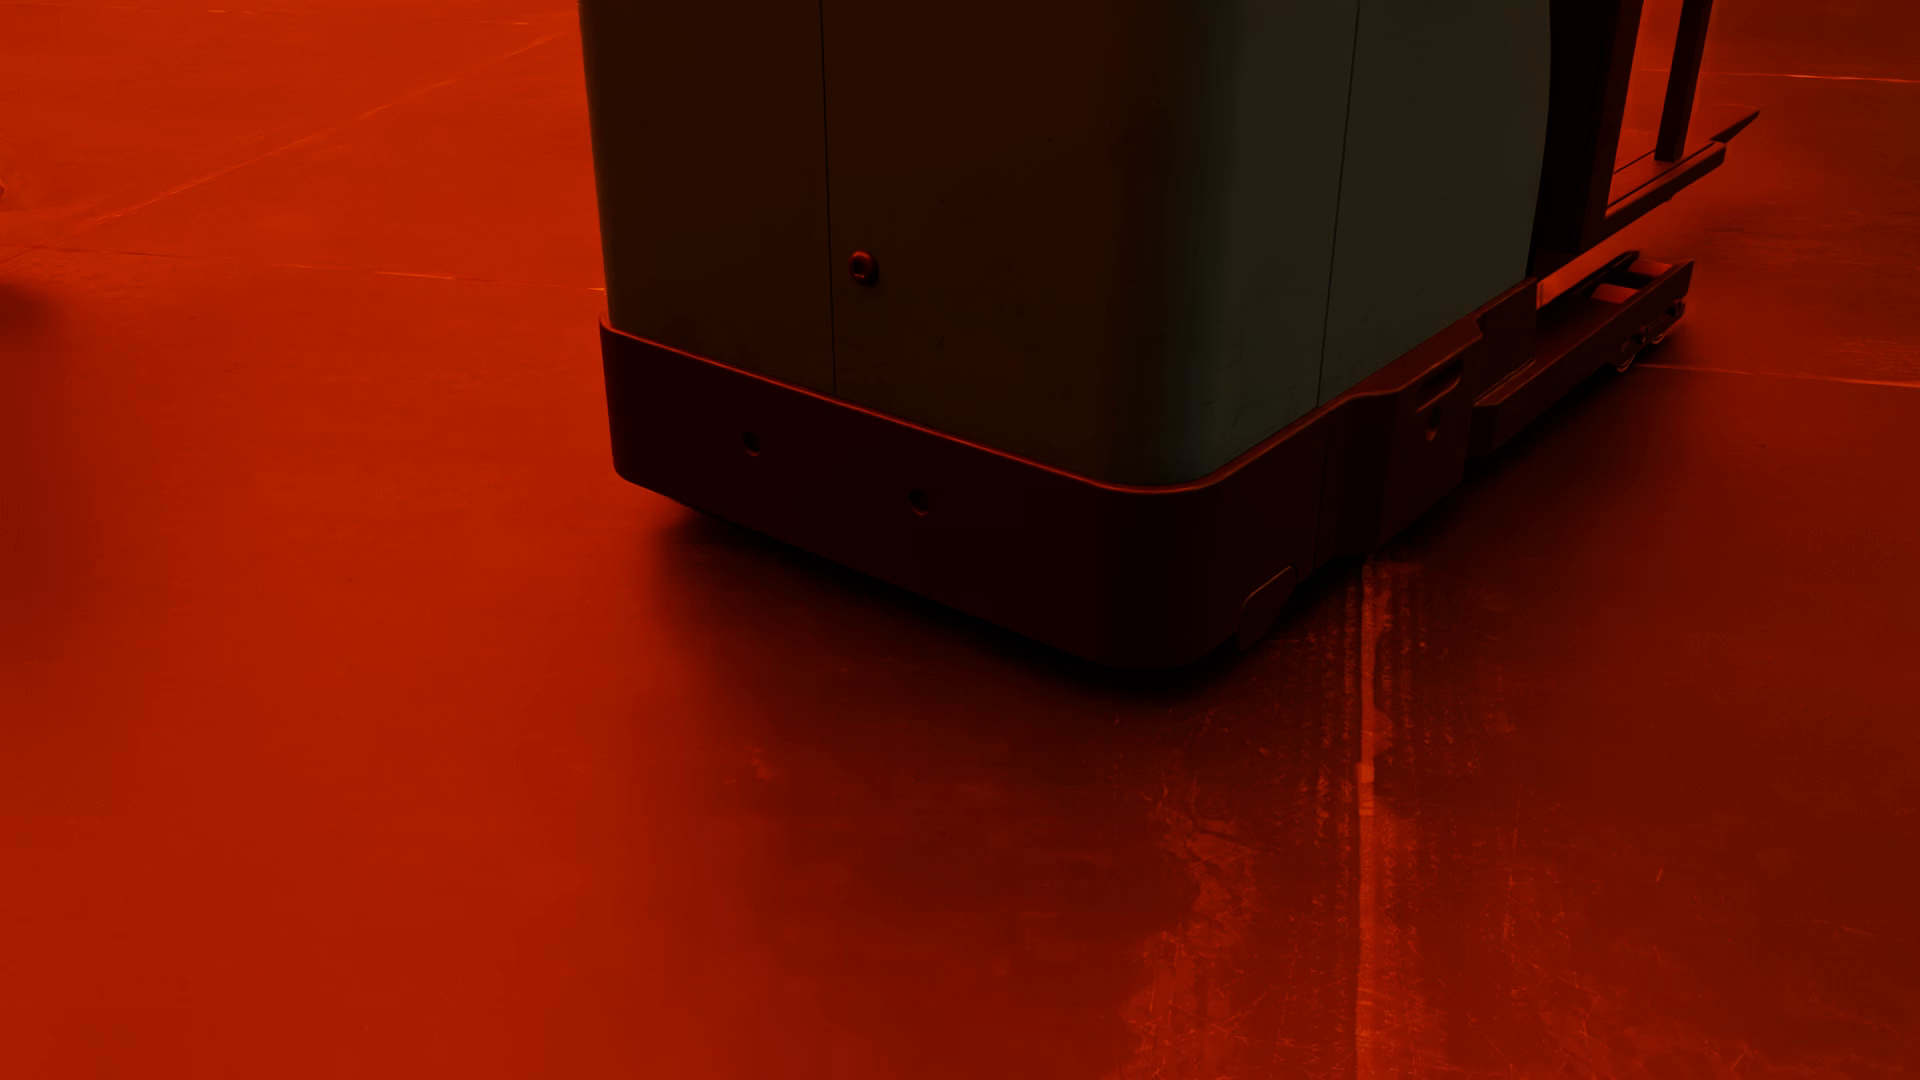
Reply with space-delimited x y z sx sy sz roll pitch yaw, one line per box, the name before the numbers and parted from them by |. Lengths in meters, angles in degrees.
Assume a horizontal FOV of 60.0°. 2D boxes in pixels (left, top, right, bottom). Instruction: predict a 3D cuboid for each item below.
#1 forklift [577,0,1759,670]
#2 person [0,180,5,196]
forklift | 0.775 -1.746 2.706 1.130 2.935 3.031 20 33 34
person | -2.377 -1.308 3.180 0.527 1.724 0.788 6 27 11
